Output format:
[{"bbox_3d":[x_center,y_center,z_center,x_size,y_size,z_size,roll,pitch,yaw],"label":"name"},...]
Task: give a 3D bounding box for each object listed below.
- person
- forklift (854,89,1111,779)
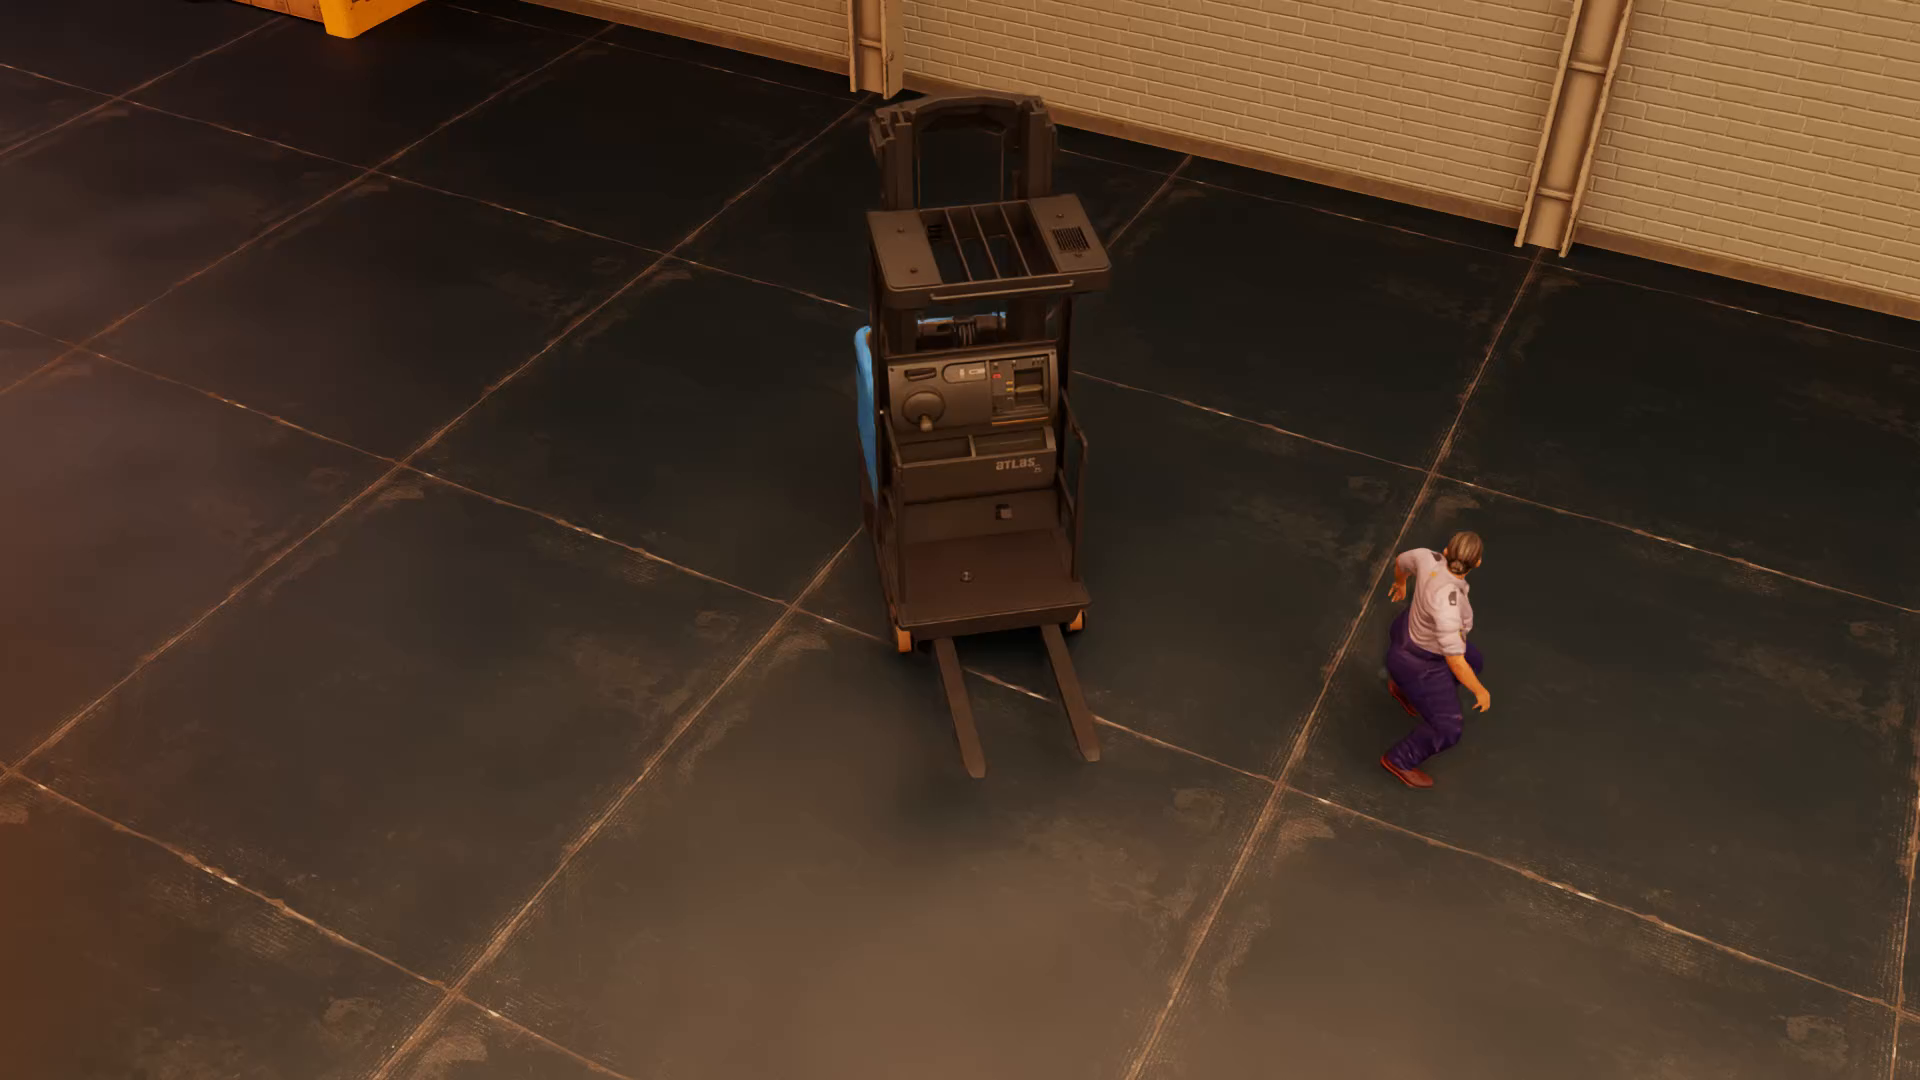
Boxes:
[{"bbox_3d":[2.420,0.547,8.430,0.555,1.559,0.755,10,41,11],"label":"person"},{"bbox_3d":[0.115,-0.735,8.859,1.130,2.935,3.031,-7,41,-8],"label":"forklift"}]
